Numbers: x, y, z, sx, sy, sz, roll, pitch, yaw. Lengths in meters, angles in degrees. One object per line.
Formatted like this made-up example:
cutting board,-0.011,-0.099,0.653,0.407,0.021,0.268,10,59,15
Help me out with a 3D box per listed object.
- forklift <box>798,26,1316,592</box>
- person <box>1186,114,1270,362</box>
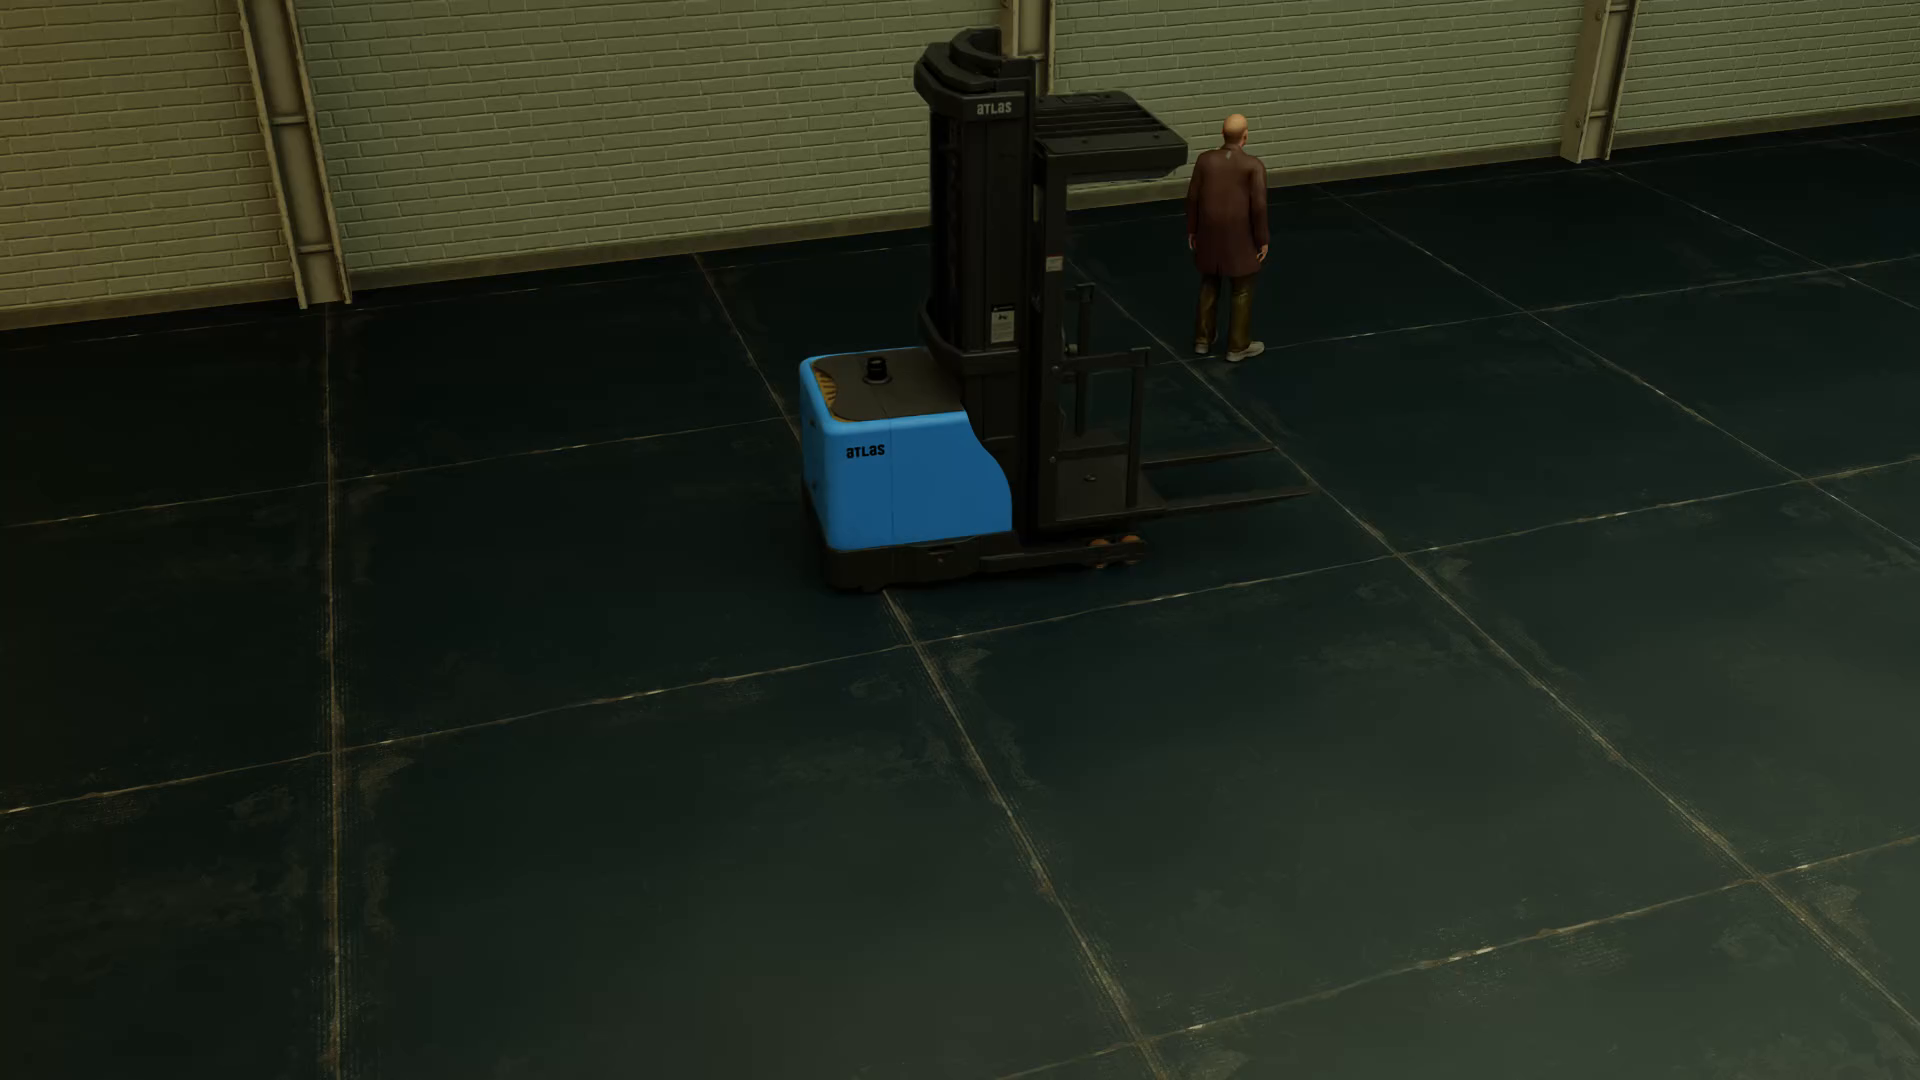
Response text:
forklift,0.614,-1.356,9.443,3.031,2.935,1.130,-7,31,-12
person,1.938,-2.195,12.063,0.649,1.772,0.436,18,34,28
